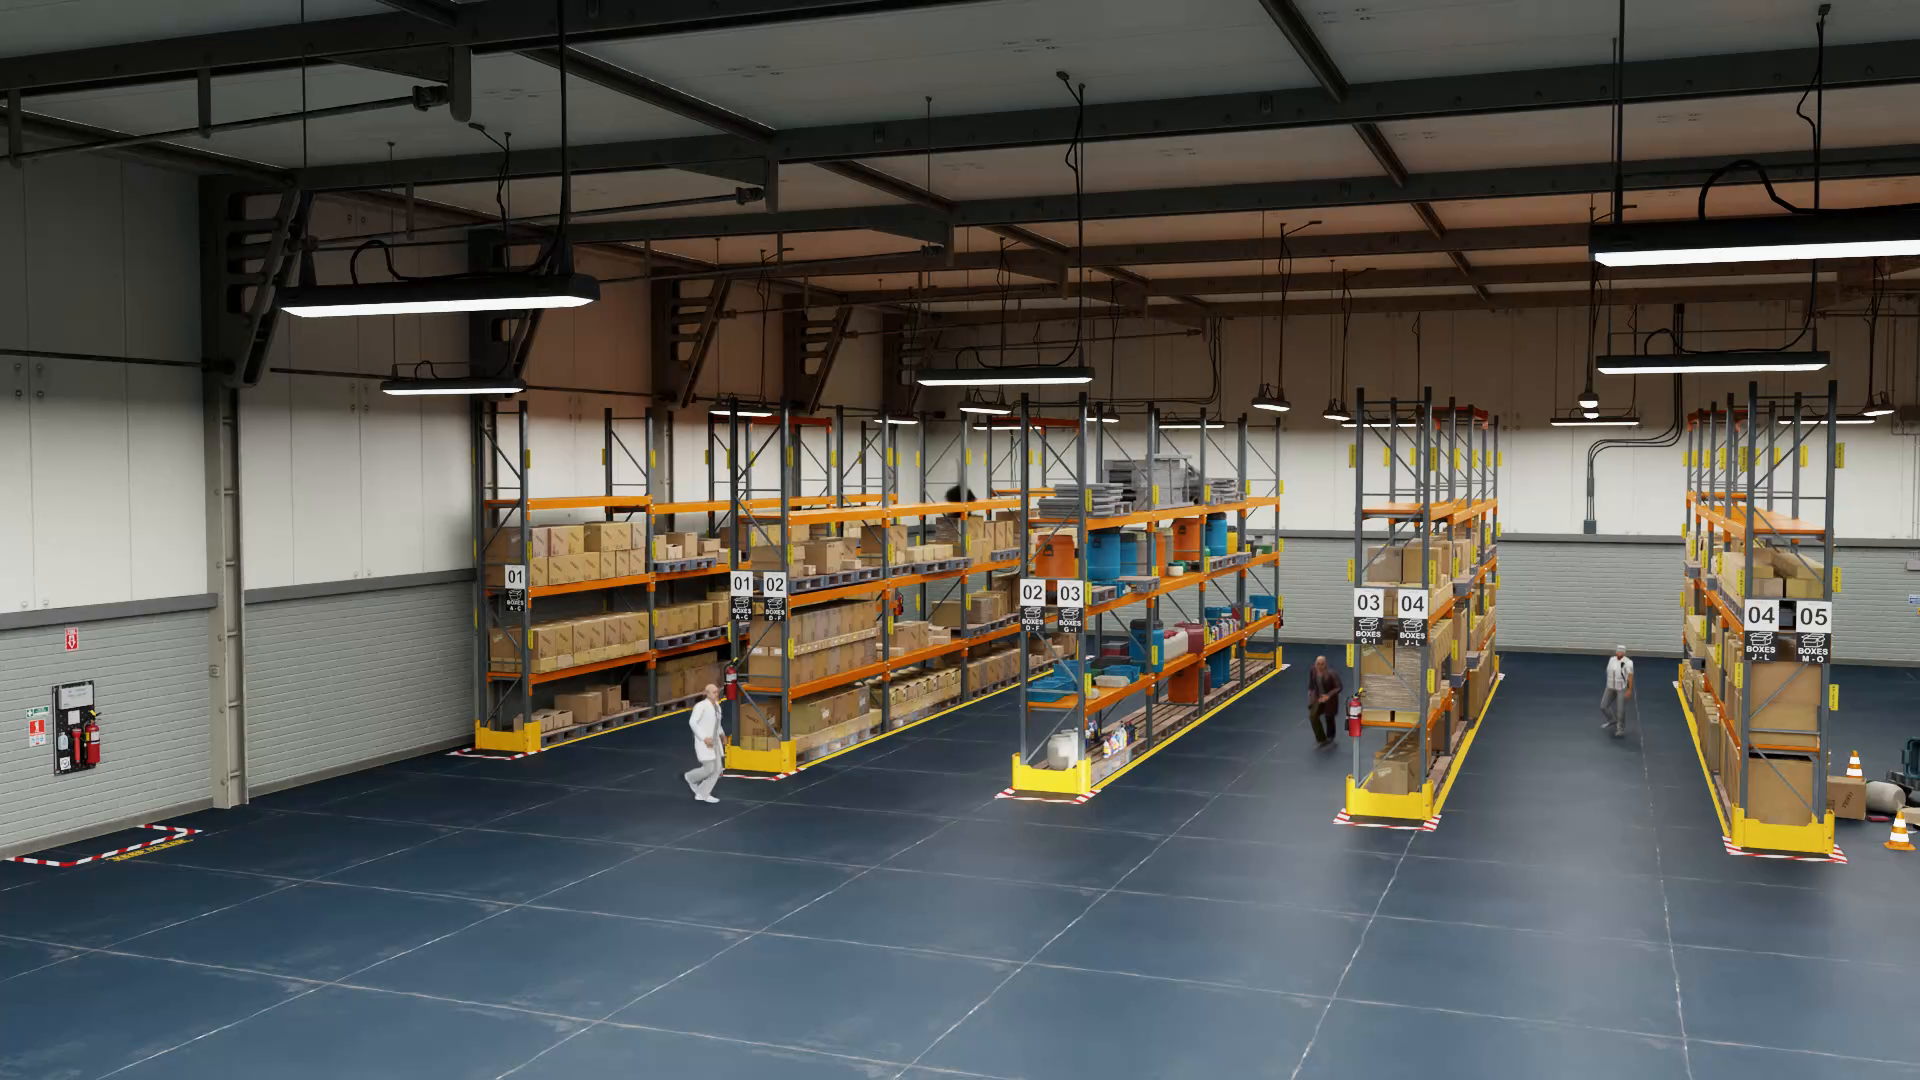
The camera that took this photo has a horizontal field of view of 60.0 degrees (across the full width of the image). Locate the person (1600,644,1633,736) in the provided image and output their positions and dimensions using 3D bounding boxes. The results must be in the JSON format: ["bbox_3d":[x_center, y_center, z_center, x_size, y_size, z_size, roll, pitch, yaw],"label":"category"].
[{"bbox_3d":[11.934,2.714,30.212,0.478,1.684,0.610,-2,4,-42],"label":"person"}]

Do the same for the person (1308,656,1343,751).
[{"bbox_3d":[6.348,2.771,28.742,0.714,1.631,1.108,2,3,32],"label":"person"}]

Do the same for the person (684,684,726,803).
[{"bbox_3d":[-3.774,2.963,24.347,0.649,1.730,0.703,2,3,33],"label":"person"}]
